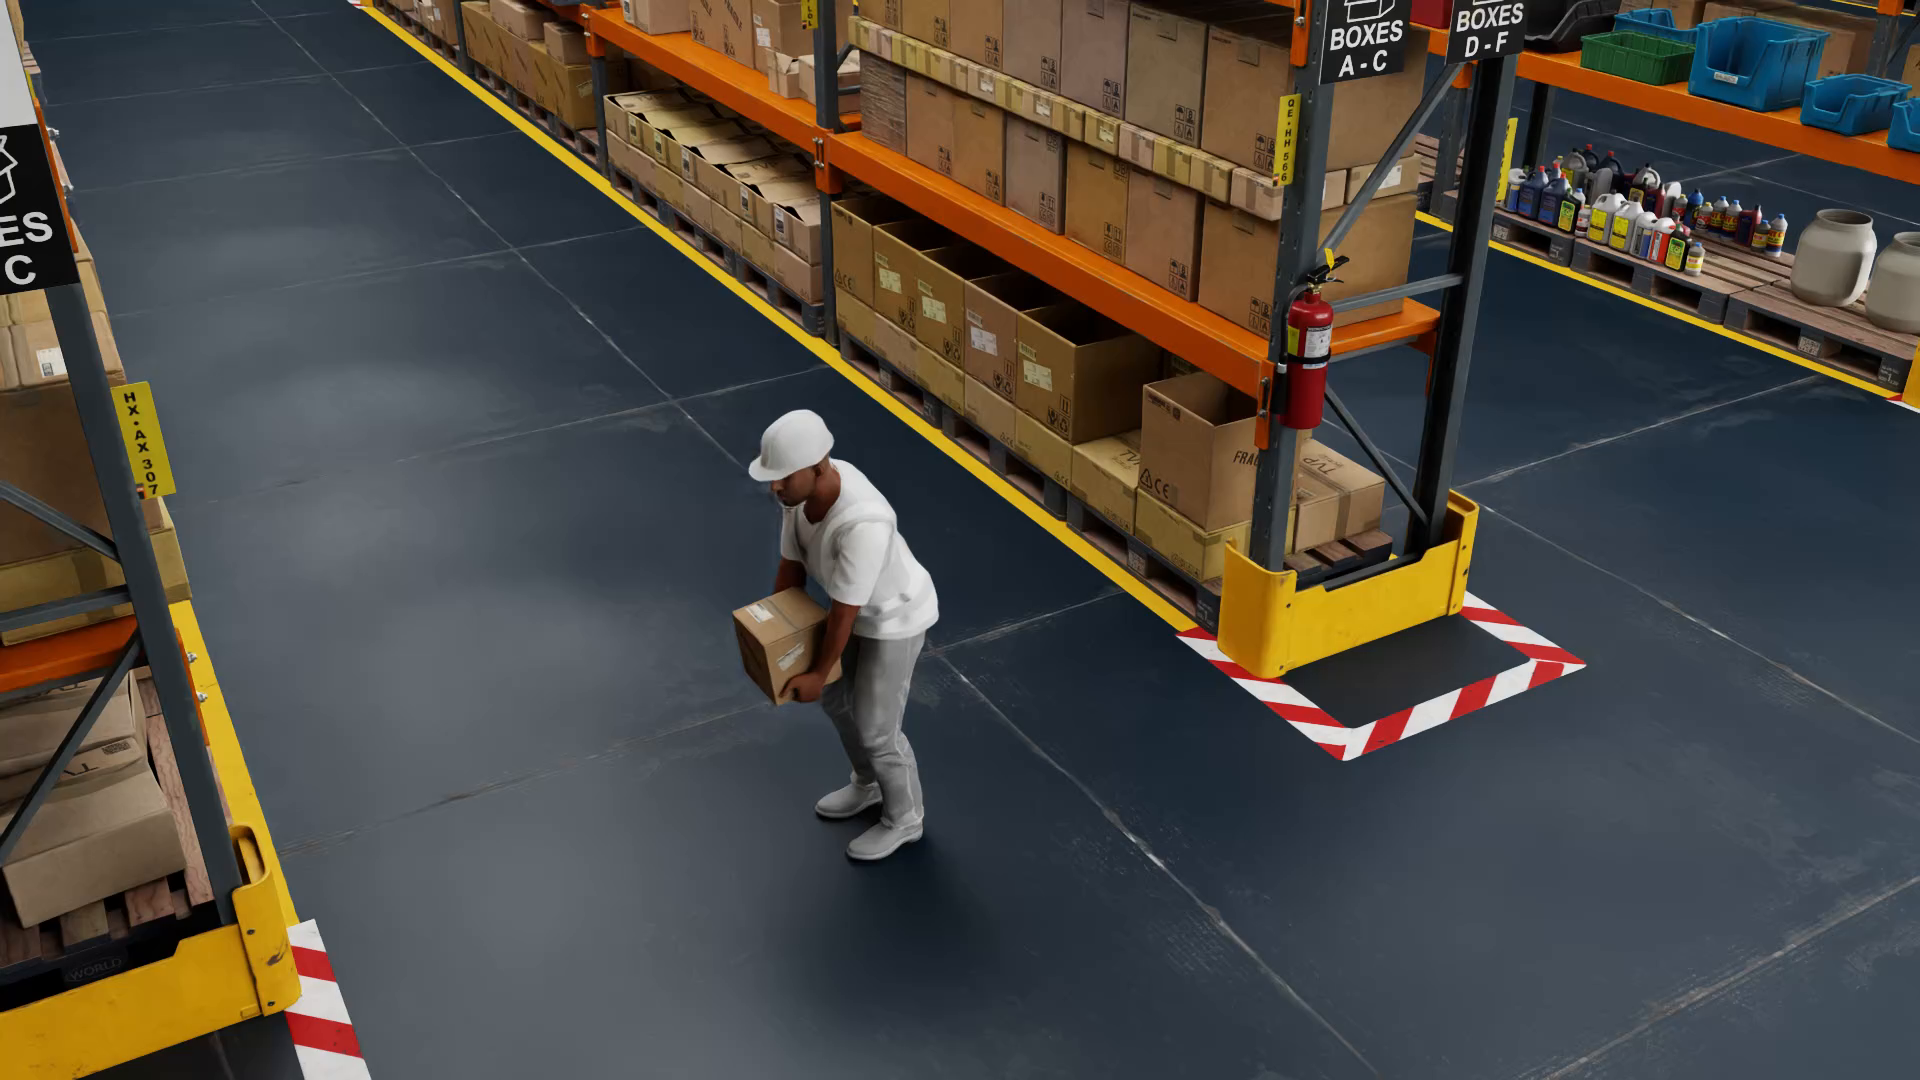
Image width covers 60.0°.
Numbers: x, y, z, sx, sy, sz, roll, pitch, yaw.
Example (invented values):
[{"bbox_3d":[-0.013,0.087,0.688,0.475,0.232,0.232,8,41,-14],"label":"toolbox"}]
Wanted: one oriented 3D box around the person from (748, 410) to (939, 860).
[{"bbox_3d":[-0.385,0.315,5.599,0.622,1.697,0.495,-16,33,-27],"label":"person"}]
